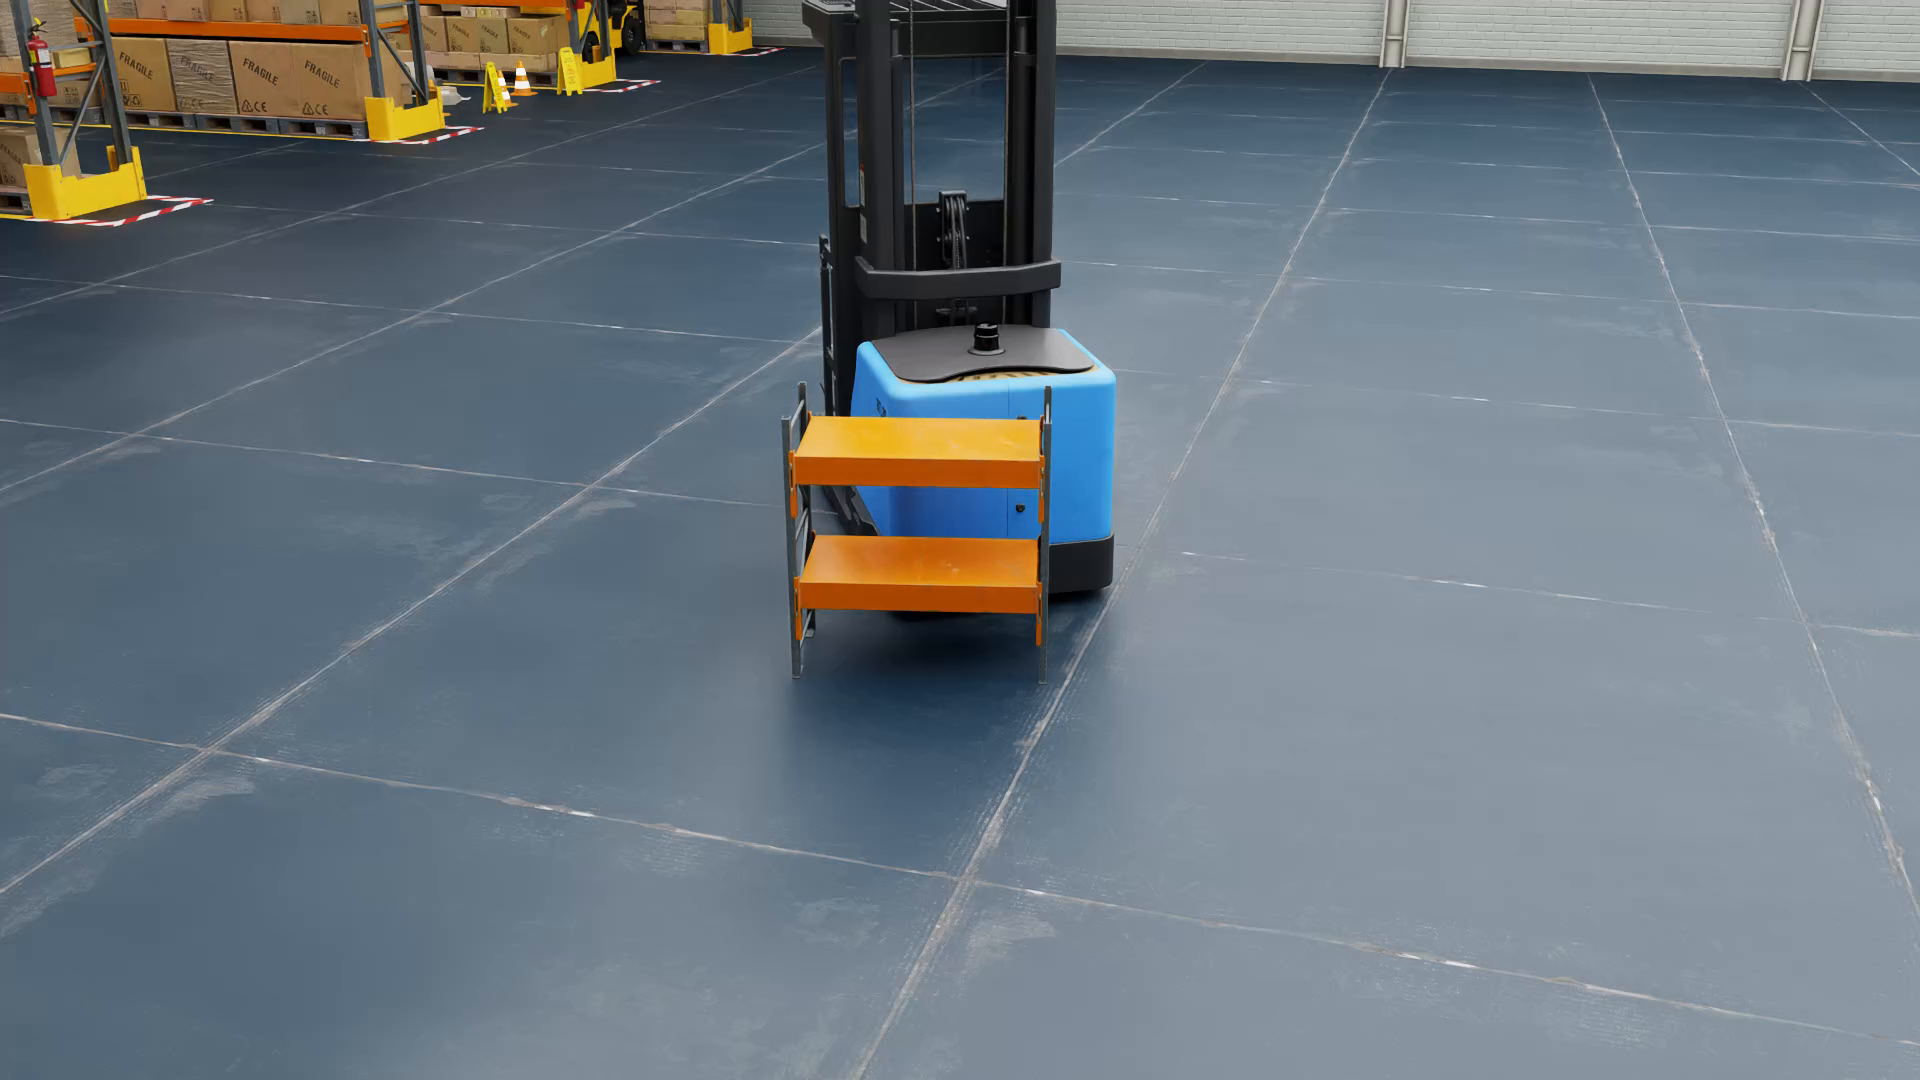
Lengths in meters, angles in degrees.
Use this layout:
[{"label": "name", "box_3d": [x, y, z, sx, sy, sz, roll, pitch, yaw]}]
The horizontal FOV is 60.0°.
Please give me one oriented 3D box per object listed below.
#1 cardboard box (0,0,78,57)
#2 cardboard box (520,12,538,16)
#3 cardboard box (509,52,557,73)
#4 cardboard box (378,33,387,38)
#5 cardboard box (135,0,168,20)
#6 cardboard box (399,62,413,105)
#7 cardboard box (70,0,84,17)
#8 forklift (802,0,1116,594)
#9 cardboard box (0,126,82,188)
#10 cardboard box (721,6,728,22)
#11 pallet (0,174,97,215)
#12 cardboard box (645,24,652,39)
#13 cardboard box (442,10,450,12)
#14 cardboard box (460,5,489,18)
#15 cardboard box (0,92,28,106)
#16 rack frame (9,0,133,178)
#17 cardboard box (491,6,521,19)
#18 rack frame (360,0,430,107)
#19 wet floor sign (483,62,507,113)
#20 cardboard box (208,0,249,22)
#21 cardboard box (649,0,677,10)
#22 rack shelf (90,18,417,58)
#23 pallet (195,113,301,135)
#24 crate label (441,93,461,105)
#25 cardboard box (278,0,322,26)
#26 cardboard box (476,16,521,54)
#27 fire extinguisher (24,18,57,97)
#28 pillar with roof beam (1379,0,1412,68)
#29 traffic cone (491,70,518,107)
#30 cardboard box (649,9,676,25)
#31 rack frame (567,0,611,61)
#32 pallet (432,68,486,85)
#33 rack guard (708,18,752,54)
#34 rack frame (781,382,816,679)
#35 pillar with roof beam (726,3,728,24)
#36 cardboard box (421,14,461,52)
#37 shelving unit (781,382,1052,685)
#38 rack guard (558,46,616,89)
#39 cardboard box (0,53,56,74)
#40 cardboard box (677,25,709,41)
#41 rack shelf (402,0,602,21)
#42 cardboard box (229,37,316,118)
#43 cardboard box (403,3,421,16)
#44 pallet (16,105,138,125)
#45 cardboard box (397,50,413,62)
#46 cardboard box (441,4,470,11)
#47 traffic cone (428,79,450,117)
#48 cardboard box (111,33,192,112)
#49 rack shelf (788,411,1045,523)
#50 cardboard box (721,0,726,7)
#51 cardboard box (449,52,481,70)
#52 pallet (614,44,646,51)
[{"label": "cardboard box", "box_3d": [-8.862, -4.856, 15.632, 0.500, 0.500, 0.875, 7, 23, 16]}, {"label": "cardboard box", "box_3d": [-6.698, -7.719, 25.216, 0.500, 0.500, 0.500, 6, 23, 14]}, {"label": "cardboard box", "box_3d": [-6.355, -7.118, 24.740, 0.500, 0.250, 0.500, 6, 23, 15]}, {"label": "cardboard box", "box_3d": [-8.823, -7.747, 25.286, 0.500, 0.500, 0.500, 8, 24, 18]}, {"label": "cardboard box", "box_3d": [-9.753, -6.813, 20.728, 0.550, 0.550, 0.875, 7, 23, 16]}, {"label": "cardboard box", "box_3d": [-7.893, -6.320, 23.015, 0.637, 0.503, 0.797, -9, 24, -21]}, {"label": "cardboard box", "box_3d": [-11.220, -6.838, 20.855, 0.500, 0.500, 0.500, 6, 23, 15]}, {"label": "forklift", "box_3d": [-0.148, -1.586, 8.275, 1.130, 2.935, 3.031, -5, 23, -13]}, {"label": "cardboard box", "box_3d": [-8.936, -3.714, 16.113, 0.500, 0.500, 0.500, 11, 25, 25]}, {"label": "cardboard box", "box_3d": [-4.440, -9.287, 29.368, 0.500, 0.250, 0.500, 7, 23, 16]}, {"label": "pallet", "box_3d": [-9.183, -3.422, 16.334, 1.213, 0.211, 1.003, 7, 23, 16]}, {"label": "cardboard box", "box_3d": [-5.541, -8.981, 29.282, 0.500, 0.250, 0.500, 7, 23, 16]}, {"label": "cardboard box", "box_3d": [-8.179, -7.888, 25.628, 0.500, 0.500, 0.500, 7, 23, 16]}, {"label": "cardboard box", "box_3d": [-7.185, -7.839, 24.654, 0.250, 0.149, 0.380, 8, 23, 18]}, {"label": "cardboard box", "box_3d": [-12.186, -6.127, 21.666, 0.750, 0.750, 1.050, 7, 23, 15]}, {"label": "rack frame", "box_3d": [-8.343, -4.602, 15.536, 0.127, 3.000, 1.000, 7, 23, 16]}, {"label": "cardboard box", "box_3d": [-6.694, -7.781, 24.512, 0.250, 0.149, 0.380, 7, 23, 17]}, {"label": "rack frame", "box_3d": [-6.814, -6.393, 19.902, 0.127, 3.000, 1.000, 7, 23, 16]}, {"label": "wet floor sign", "box_3d": [-6.214, -6.020, 22.095, 0.232, 0.644, 0.267, 3, 22, 6]}, {"label": "cardboard box", "box_3d": [-8.734, -6.689, 20.427, 0.500, 0.550, 0.875, 7, 23, 16]}, {"label": "cardboard box", "box_3d": [-5.072, -9.382, 28.942, 0.500, 0.250, 0.500, 7, 23, 16]}, {"label": "rack shelf", "box_3d": [-8.728, -6.279, 20.573, 4.000, 0.370, 1.077, 7, 23, 16]}, {"label": "pallet", "box_3d": [-8.766, -5.296, 20.904, 1.213, 0.211, 1.003, 7, 23, 15]}, {"label": "crate label", "box_3d": [-7.030, -6.079, 22.911, 0.298, 0.136, 0.250, -5, 23, -12]}, {"label": "cardboard box", "box_3d": [-7.715, -6.539, 20.061, 0.550, 0.550, 0.875, 7, 23, 16]}, {"label": "cardboard box", "box_3d": [-6.823, -7.521, 24.733, 0.500, 0.500, 0.500, 7, 23, 17]}, {"label": "fire extinguisher", "box_3d": [-8.367, -4.386, 15.112, 0.183, 0.674, 0.296, 7, 23, 16]}, {"label": "pillar with roof beam", "box_3d": [5.788, -10.306, 21.537, 0.400, 9.000, 9.100, 7, 23, 16]}, {"label": "traffic cone", "box_3d": [-6.260, -6.167, 22.694, 0.334, 0.463, 0.336, 7, 23, 16]}, {"label": "cardboard box", "box_3d": [-5.084, -9.158, 29.056, 0.500, 0.250, 0.500, 6, 23, 15]}, {"label": "rack frame", "box_3d": [-5.480, -8.202, 24.314, 0.127, 3.000, 1.000, 7, 23, 16]}, {"label": "pallet", "box_3d": [-7.485, -7.157, 25.440, 1.213, 0.211, 1.003, 7, 23, 16]}, {"label": "rack guard", "box_3d": [-4.027, -8.847, 29.179, 0.348, 0.500, 1.175, 7, 23, 16]}, {"label": "rack frame", "box_3d": [-0.665, -0.042, 6.891, 0.032, 1.125, 0.500, 1, 22, 3]}, {"label": "pillar with roof beam", "box_3d": [-5.700, -11.621, 24.744, 0.400, 9.000, 9.100, 7, 23, 16]}, {"label": "cardboard box", "box_3d": [-7.811, -7.635, 25.013, 0.500, 0.500, 0.500, 8, 24, 18]}, {"label": "shelving unit", "box_3d": [-0.157, -0.032, 6.867, 1.048, 1.125, 0.538, 1, 22, 3]}, {"label": "rack guard", "box_3d": [-5.553, -7.054, 24.809, 0.348, 0.500, 1.175, 7, 23, 16]}, {"label": "cardboard box", "box_3d": [-8.676, -4.442, 15.477, 0.250, 0.149, 0.380, 7, 23, 16]}, {"label": "cardboard box", "box_3d": [-4.591, -8.865, 28.999, 0.500, 0.250, 0.500, 7, 23, 16]}, {"label": "rack shelf", "box_3d": [-7.395, -8.089, 24.985, 4.000, 0.370, 1.077, 7, 23, 16]}, {"label": "cardboard box", "box_3d": [-8.325, -5.750, 20.582, 0.875, 0.875, 0.875, 6, 23, 15]}, {"label": "cardboard box", "box_3d": [-8.228, -7.956, 24.941, 0.250, 0.149, 0.380, 7, 23, 18]}, {"label": "pallet", "box_3d": [-11.404, -5.598, 21.640, 1.213, 0.211, 1.003, 7, 23, 16]}, {"label": "cardboard box", "box_3d": [-8.309, -7.346, 25.296, 0.500, 0.250, 0.500, 8, 24, 19]}, {"label": "cardboard box", "box_3d": [-9.123, -9.681, 30.495, 0.625, 0.625, 0.875, 6, 23, 15]}, {"label": "traffic cone", "box_3d": [-6.912, -5.793, 21.784, 0.334, 0.463, 0.336, 7, 23, 16]}, {"label": "cardboard box", "box_3d": [-10.061, -5.948, 21.065, 0.875, 0.875, 0.875, 7, 23, 16]}, {"label": "rack shelf", "box_3d": [-0.157, -0.303, 6.755, 1.000, 0.278, 0.538, 1, 22, 3]}, {"label": "cardboard box", "box_3d": [-4.456, -9.512, 29.260, 0.500, 0.250, 0.500, 6, 23, 15]}, {"label": "cardboard box", "box_3d": [-7.328, -7.230, 25.014, 0.500, 0.250, 0.500, 6, 23, 14]}, {"label": "pallet", "box_3d": [-5.959, -8.919, 29.736, 1.213, 0.211, 1.003, 7, 23, 15]}]
